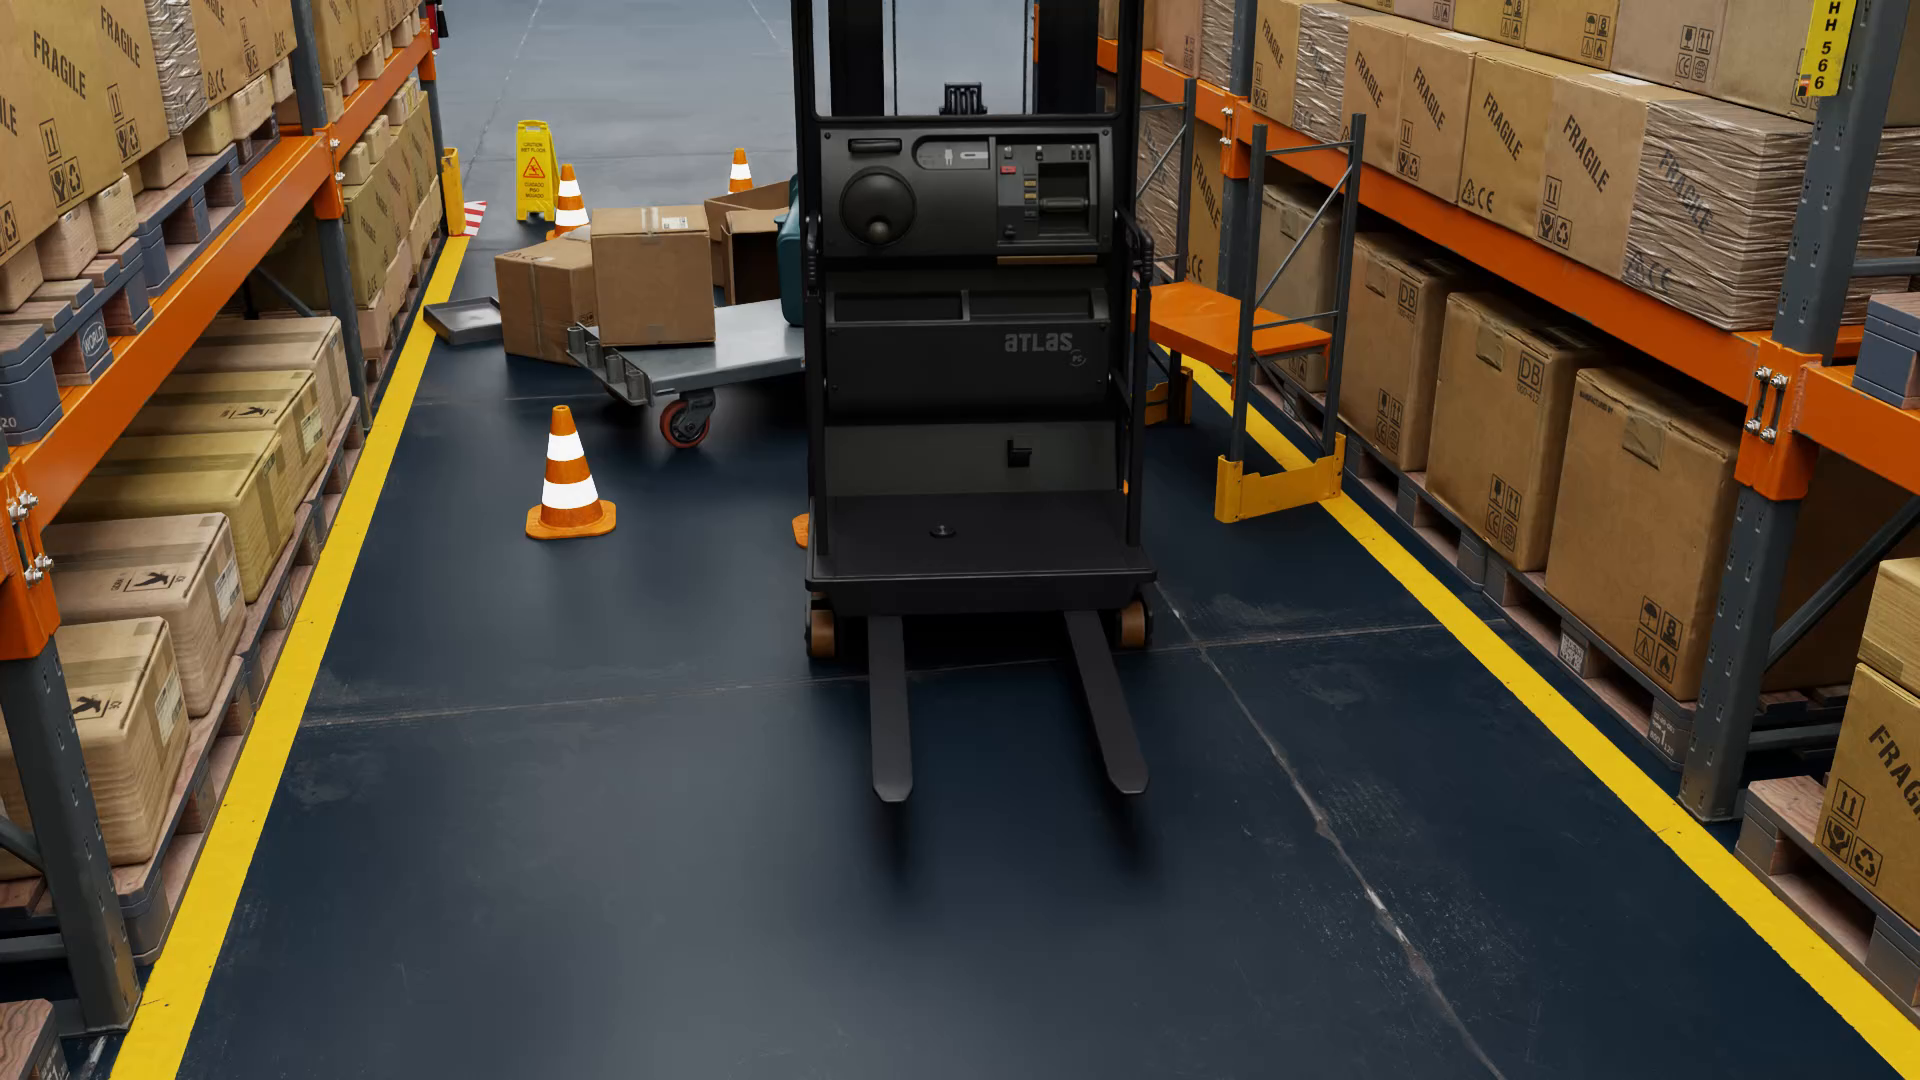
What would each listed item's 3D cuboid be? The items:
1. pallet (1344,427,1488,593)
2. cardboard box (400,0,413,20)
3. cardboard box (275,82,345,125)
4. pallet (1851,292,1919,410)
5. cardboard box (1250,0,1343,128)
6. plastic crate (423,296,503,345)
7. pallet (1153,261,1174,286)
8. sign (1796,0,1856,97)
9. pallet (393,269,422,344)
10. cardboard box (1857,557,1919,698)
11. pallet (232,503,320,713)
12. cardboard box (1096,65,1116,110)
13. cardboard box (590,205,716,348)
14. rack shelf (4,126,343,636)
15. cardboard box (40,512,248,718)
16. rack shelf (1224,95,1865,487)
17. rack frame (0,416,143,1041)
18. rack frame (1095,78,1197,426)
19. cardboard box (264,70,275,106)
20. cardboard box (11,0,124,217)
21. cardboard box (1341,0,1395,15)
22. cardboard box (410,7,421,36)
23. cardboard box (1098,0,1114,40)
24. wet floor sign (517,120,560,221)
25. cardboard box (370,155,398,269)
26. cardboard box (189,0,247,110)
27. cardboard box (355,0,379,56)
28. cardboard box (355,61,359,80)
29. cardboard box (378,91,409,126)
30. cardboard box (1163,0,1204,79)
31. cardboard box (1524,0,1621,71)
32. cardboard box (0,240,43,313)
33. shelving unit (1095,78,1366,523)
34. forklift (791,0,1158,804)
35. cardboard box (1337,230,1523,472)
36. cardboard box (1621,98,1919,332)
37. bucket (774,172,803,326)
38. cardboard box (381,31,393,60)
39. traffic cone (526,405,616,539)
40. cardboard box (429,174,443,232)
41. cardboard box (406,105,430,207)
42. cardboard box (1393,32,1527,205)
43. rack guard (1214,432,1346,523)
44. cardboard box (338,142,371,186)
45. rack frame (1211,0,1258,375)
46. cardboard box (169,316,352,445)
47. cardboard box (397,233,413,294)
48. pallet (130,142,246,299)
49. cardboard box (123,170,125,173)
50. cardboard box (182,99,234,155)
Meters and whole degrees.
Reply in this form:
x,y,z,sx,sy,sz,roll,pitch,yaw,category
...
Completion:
x,y,z,sx,sy,sz,roll,pitch,yaw,category
2.188,-0.182,6.402,1.003,0.211,1.213,-4,24,-10,pallet
-3.384,-3.197,9.327,0.500,0.500,0.500,-4,24,-10,cardboard box
-2.847,-1.865,7.086,0.380,0.149,0.250,-4,24,-10,cardboard box
2.718,-0.305,3.440,1.213,0.211,1.003,-4,24,-10,pallet
1.575,-2.057,7.088,0.500,0.500,0.500,-4,24,-9,cardboard box
-2.588,-1.173,8.835,0.402,0.080,0.583,-13,27,-28,plastic crate
1.678,-1.265,8.884,1.003,0.211,1.213,-4,24,-10,pallet
1.937,-1.153,3.696,0.100,0.325,0.005,-4,24,-10,sign
-3.492,-1.297,8.956,1.003,0.211,1.213,-4,24,-10,pallet
2.371,0.234,3.629,0.500,0.250,0.500,-5,24,-12,cardboard box
-2.729,0.233,5.454,1.003,0.211,1.213,-4,24,-10,pallet
1.358,-2.423,10.179,0.875,0.875,0.875,-5,24,-11,cardboard box
-1.360,-1.177,7.375,0.500,0.500,0.500,-4,24,-10,cardboard box
-2.734,-0.716,5.040,1.077,0.370,4.000,-4,24,-10,rack shelf
-2.603,0.240,4.711,0.950,0.372,0.625,-5,24,-11,cardboard box
2.112,-1.122,5.970,1.077,0.370,4.000,-4,24,-10,rack shelf
-2.364,-0.259,3.095,1.000,3.000,0.127,-4,24,-10,rack frame
0.755,-1.174,7.065,0.500,1.500,0.032,-13,27,-27,rack frame
-2.706,-1.623,6.007,0.380,0.149,0.250,-5,24,-11,cardboard box
-2.323,-1.032,3.844,0.500,0.500,0.500,-3,24,-7,cardboard box
1.937,-2.345,6.498,0.700,0.500,0.500,-5,24,-11,cardboard box
-3.408,-3.068,9.840,0.380,0.149,0.250,-5,24,-10,cardboard box
1.219,-3.294,9.856,0.875,0.550,0.550,-4,24,-10,cardboard box
-2.827,-2.481,11.124,0.267,0.644,0.232,4,24,9,wet floor sign
-3.058,-1.570,8.071,0.500,0.500,0.500,-3,24,-8,cardboard box
-2.610,-1.644,5.245,0.500,0.500,0.500,-3,24,-8,cardboard box
-3.107,-2.602,7.964,0.500,0.500,0.500,-5,24,-10,cardboard box
-3.115,-2.265,8.002,0.380,0.149,0.250,-4,24,-10,cardboard box
-3.215,-2.341,9.025,0.380,0.149,0.250,-3,24,-7,cardboard box
1.538,-2.666,8.419,0.875,0.550,0.550,-4,24,-10,cardboard box
2.217,-1.747,5.128,0.700,0.500,0.500,-5,24,-11,cardboard box
-2.261,-0.592,3.646,0.380,0.149,0.250,-6,24,-13,cardboard box
1.010,-0.994,6.652,0.587,1.500,1.083,-13,27,-27,shelving unit
0.040,-1.093,5.091,1.130,2.935,3.031,-1,24,-3,forklift
2.120,-0.783,6.580,1.050,0.750,0.750,-4,24,-10,cardboard box
2.135,-0.868,4.365,0.500,0.500,0.500,-4,24,-10,cardboard box
-0.549,-1.318,7.710,0.726,0.611,0.620,4,34,9,bucket
-3.259,-2.661,8.910,0.380,0.149,0.250,-5,24,-10,cardboard box
-1.499,-0.286,6.326,0.336,0.463,0.334,-4,24,-10,traffic cone
-3.425,-2.031,10.062,0.500,0.250,0.500,-4,24,-10,cardboard box
-3.339,-2.181,9.469,0.500,0.500,0.500,-3,24,-8,cardboard box
1.853,-1.462,5.726,0.500,0.500,0.500,-4,24,-9,cardboard box
1.255,-0.248,6.505,0.587,0.250,0.087,-13,27,-27,rack guard
-2.912,-1.711,7.584,0.380,0.149,0.250,-4,24,-9,cardboard box
1.742,-2.238,7.627,1.000,3.000,0.127,-4,24,-10,rack frame
-3.004,-0.614,6.667,0.950,0.372,0.625,-4,24,-9,cardboard box
-3.158,-1.434,8.697,0.500,0.250,0.500,-5,24,-10,cardboard box
-2.770,-0.947,4.909,1.003,0.211,1.213,-4,24,-10,pallet
-2.418,-0.901,4.355,0.380,0.149,0.250,-3,24,-7,cardboard box
-2.563,-1.325,5.326,0.380,0.149,0.250,-4,24,-10,cardboard box
